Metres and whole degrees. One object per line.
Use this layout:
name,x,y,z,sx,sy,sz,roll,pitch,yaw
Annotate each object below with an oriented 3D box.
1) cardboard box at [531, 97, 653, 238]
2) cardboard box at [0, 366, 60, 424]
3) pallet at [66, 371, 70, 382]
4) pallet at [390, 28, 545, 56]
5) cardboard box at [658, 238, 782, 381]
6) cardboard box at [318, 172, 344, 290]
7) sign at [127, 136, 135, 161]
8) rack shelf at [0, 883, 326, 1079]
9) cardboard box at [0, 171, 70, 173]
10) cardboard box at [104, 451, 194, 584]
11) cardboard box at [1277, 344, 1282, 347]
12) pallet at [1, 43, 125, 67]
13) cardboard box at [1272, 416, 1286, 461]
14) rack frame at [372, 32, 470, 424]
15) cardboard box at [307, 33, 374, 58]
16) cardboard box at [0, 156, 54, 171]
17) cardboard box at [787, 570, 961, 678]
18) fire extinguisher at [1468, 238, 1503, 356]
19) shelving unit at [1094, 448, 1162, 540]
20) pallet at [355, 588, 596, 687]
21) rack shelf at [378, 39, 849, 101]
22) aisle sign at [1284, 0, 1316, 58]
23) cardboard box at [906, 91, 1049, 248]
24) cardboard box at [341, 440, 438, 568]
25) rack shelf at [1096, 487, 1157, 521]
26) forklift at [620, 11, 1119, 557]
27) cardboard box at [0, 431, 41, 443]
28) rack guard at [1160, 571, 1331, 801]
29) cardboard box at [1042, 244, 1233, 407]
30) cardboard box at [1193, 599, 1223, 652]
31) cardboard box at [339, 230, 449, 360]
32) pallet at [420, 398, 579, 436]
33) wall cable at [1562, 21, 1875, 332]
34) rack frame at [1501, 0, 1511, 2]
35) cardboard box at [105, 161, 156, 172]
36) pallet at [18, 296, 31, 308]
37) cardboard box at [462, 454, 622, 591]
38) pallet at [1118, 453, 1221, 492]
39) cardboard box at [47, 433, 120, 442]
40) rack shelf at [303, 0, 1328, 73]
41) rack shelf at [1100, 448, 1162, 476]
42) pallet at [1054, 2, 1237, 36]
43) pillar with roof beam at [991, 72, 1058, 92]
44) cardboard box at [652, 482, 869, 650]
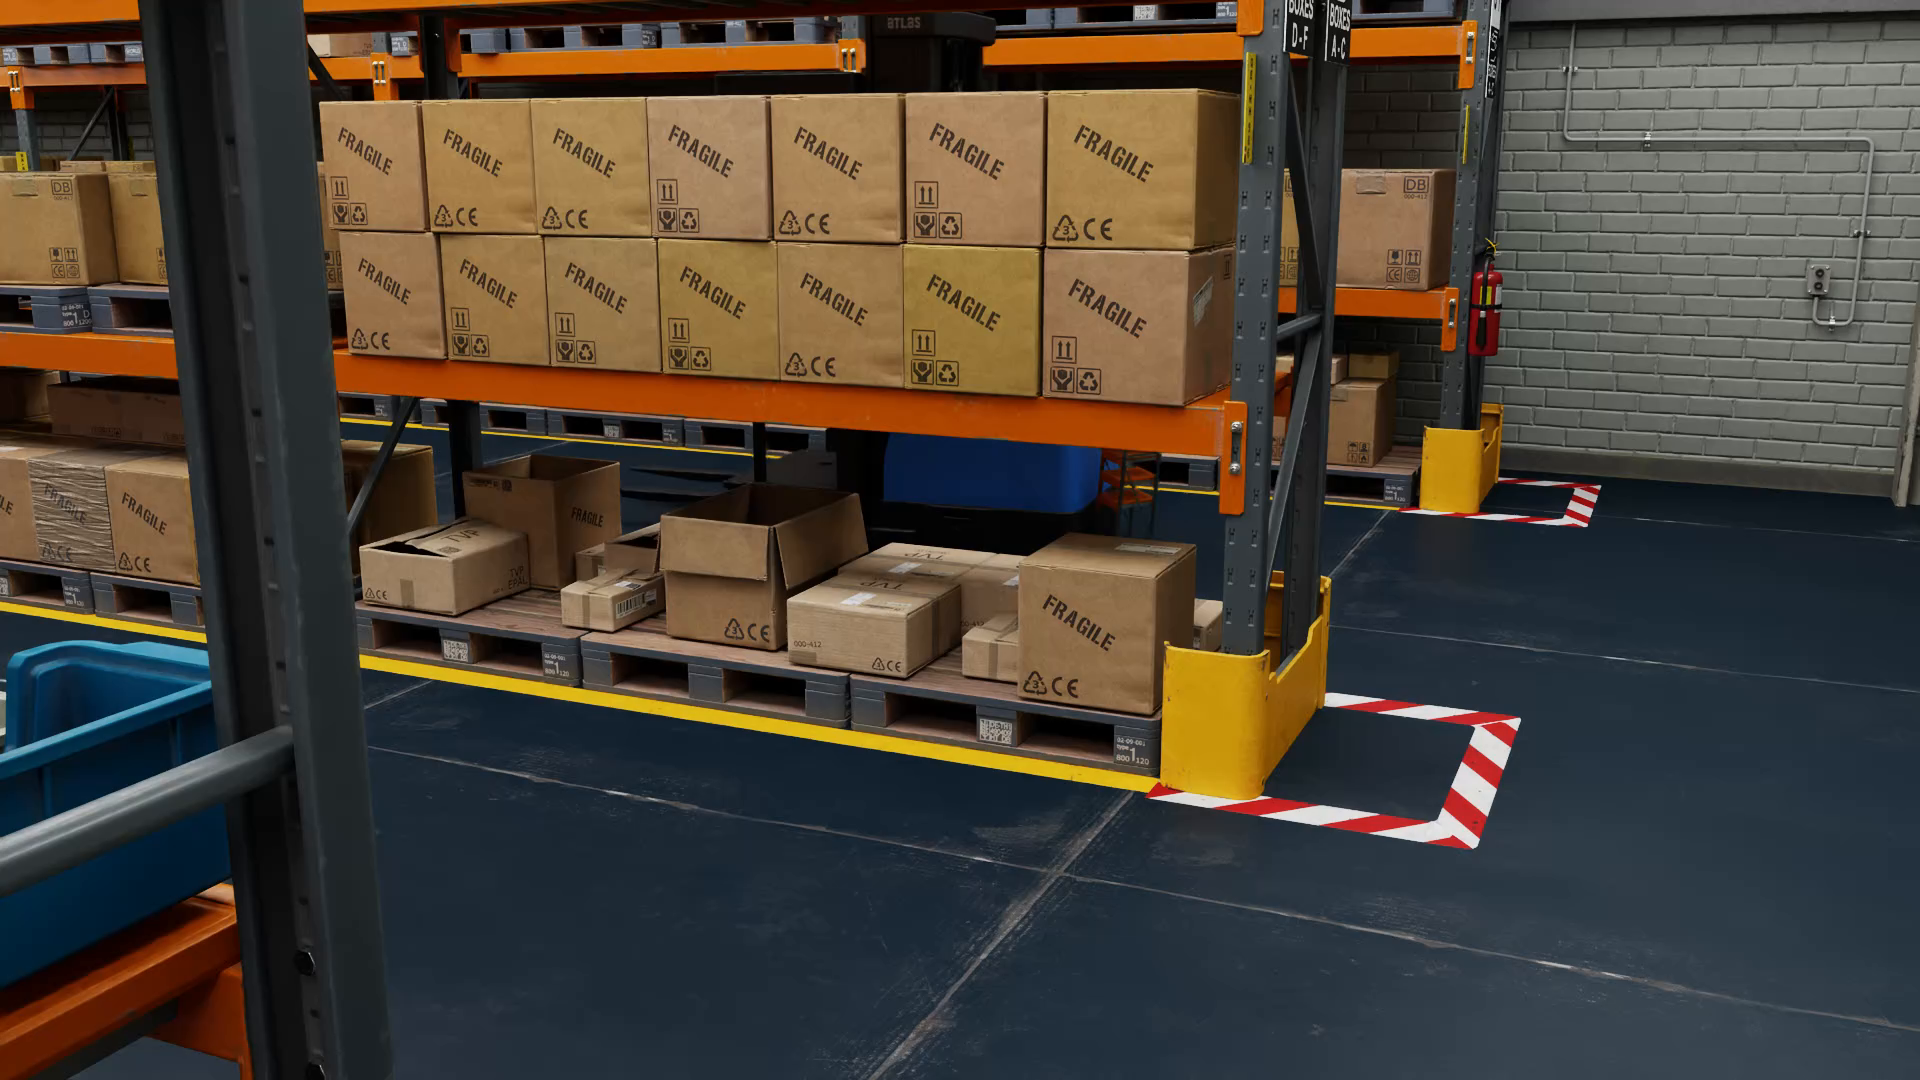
cardboard box,-1.270,-1.425,6.353,0.500,0.500,0.500,5,14,22
cardboard box,-5.183,-0.777,8.869,0.500,0.250,0.500,6,15,25
pallet,-8.468,-1.559,15.438,1.213,0.211,1.003,6,14,23
pallet,-3.573,-3.812,12.781,1.003,0.211,1.213,7,15,26
cardboard box,-0.782,-0.891,6.268,0.500,0.500,0.500,6,14,22
cardboard box,-2.871,-1.431,7.647,0.500,0.500,0.700,1,13,4
sign,-7.619,-3.542,15.249,0.005,0.325,0.100,6,14,23
rack shelf,-2.710,0.483,2.206,4.000,0.370,1.077,6,14,23
cardboard box,-4.806,-1.551,8.160,0.500,0.500,0.700,9,16,34
cardboard box,-3.545,-0.117,7.698,0.500,0.500,0.500,6,14,23
cardboard box,1.954,-1.199,10.931,0.250,0.149,0.380,6,14,24
pallet,-7.319,-4.152,14.227,1.003,0.211,1.213,6,14,23
cardboard box,1.994,-0.829,10.776,0.500,0.500,0.700,6,14,23
rack frame,-4.183,-2.492,13.309,0.127,3.000,1.000,6,14,23
cardboard box,-4.951,-3.929,13.018,0.500,0.311,0.500,6,14,23
cardboard box,-8.398,-3.143,14.726,0.500,0.500,0.500,6,14,23
cardboard box,-0.325,0.315,6.404,0.500,0.250,0.500,6,14,23
fire extinguisher,3.083,-1.422,9.735,0.183,0.674,0.296,6,14,23
shelving unit,0.882,-0.457,8.542,0.258,1.200,0.189,-8,22,-30
pallet,-1.901,0.335,7.368,1.213,0.211,1.003,6,14,23
rack shelf,-2.354,-3.417,12.260,4.000,0.370,1.077,6,14,23
aisle sign,1.067,-1.912,5.147,0.004,0.787,0.394,6,14,23
cardboard box,0.148,-1.283,5.747,0.500,0.500,0.500,6,15,25
cardboard box,-2.872,-0.180,7.964,0.500,0.500,0.500,5,14,21
rack shelf,0.865,-0.189,8.635,0.258,0.103,0.180,-8,22,-30
forklift,-0.673,-1.477,9.132,3.031,2.935,1.130,4,14,18
cardboard box,-4.948,-0.258,8.296,0.500,0.500,0.500,6,14,22
rack guard,1.059,0.493,6.059,0.348,0.500,1.175,6,14,23
cardboard box,0.609,-0.750,5.666,0.500,0.500,0.500,6,15,25
cardboard box,0.885,0.346,6.490,0.250,0.149,0.380,6,14,23
cardboard box,-2.173,-1.031,6.866,0.500,0.500,0.500,6,15,25
pallet,-3.493,-1.046,13.249,1.213,0.211,1.003,6,14,23
wall cable,4.685,-2.325,10.375,1.851,1.984,0.084,6,14,23
rack frame,3.132,-4.672,9.469,0.127,3.000,1.000,6,14,23
cardboard box,-6.880,-3.018,14.367,0.500,0.500,0.700,7,15,29
pallet,-5.538,-1.316,8.715,1.003,0.211,1.213,6,14,23
cardboard box,-1.893,-0.091,7.584,0.500,0.500,0.500,6,14,23
pallet,1.257,-0.565,11.201,1.213,0.211,1.003,6,14,23
cardboard box,-4.280,-0.321,8.568,0.500,0.500,0.500,5,14,21
rack shelf,-0.700,-2.012,6.271,4.000,0.370,1.077,6,14,23
rack shelf,0.879,-0.415,8.557,0.258,0.103,0.180,-8,22,-30
pallet,1.330,-3.348,10.585,1.213,0.211,1.003,6,14,23
pillar with roof beam,-1.279,-4.259,7.708,0.400,9.000,9.100,6,14,23
cardboard box,-0.809,0.087,6.819,0.637,0.503,0.797,6,14,23
